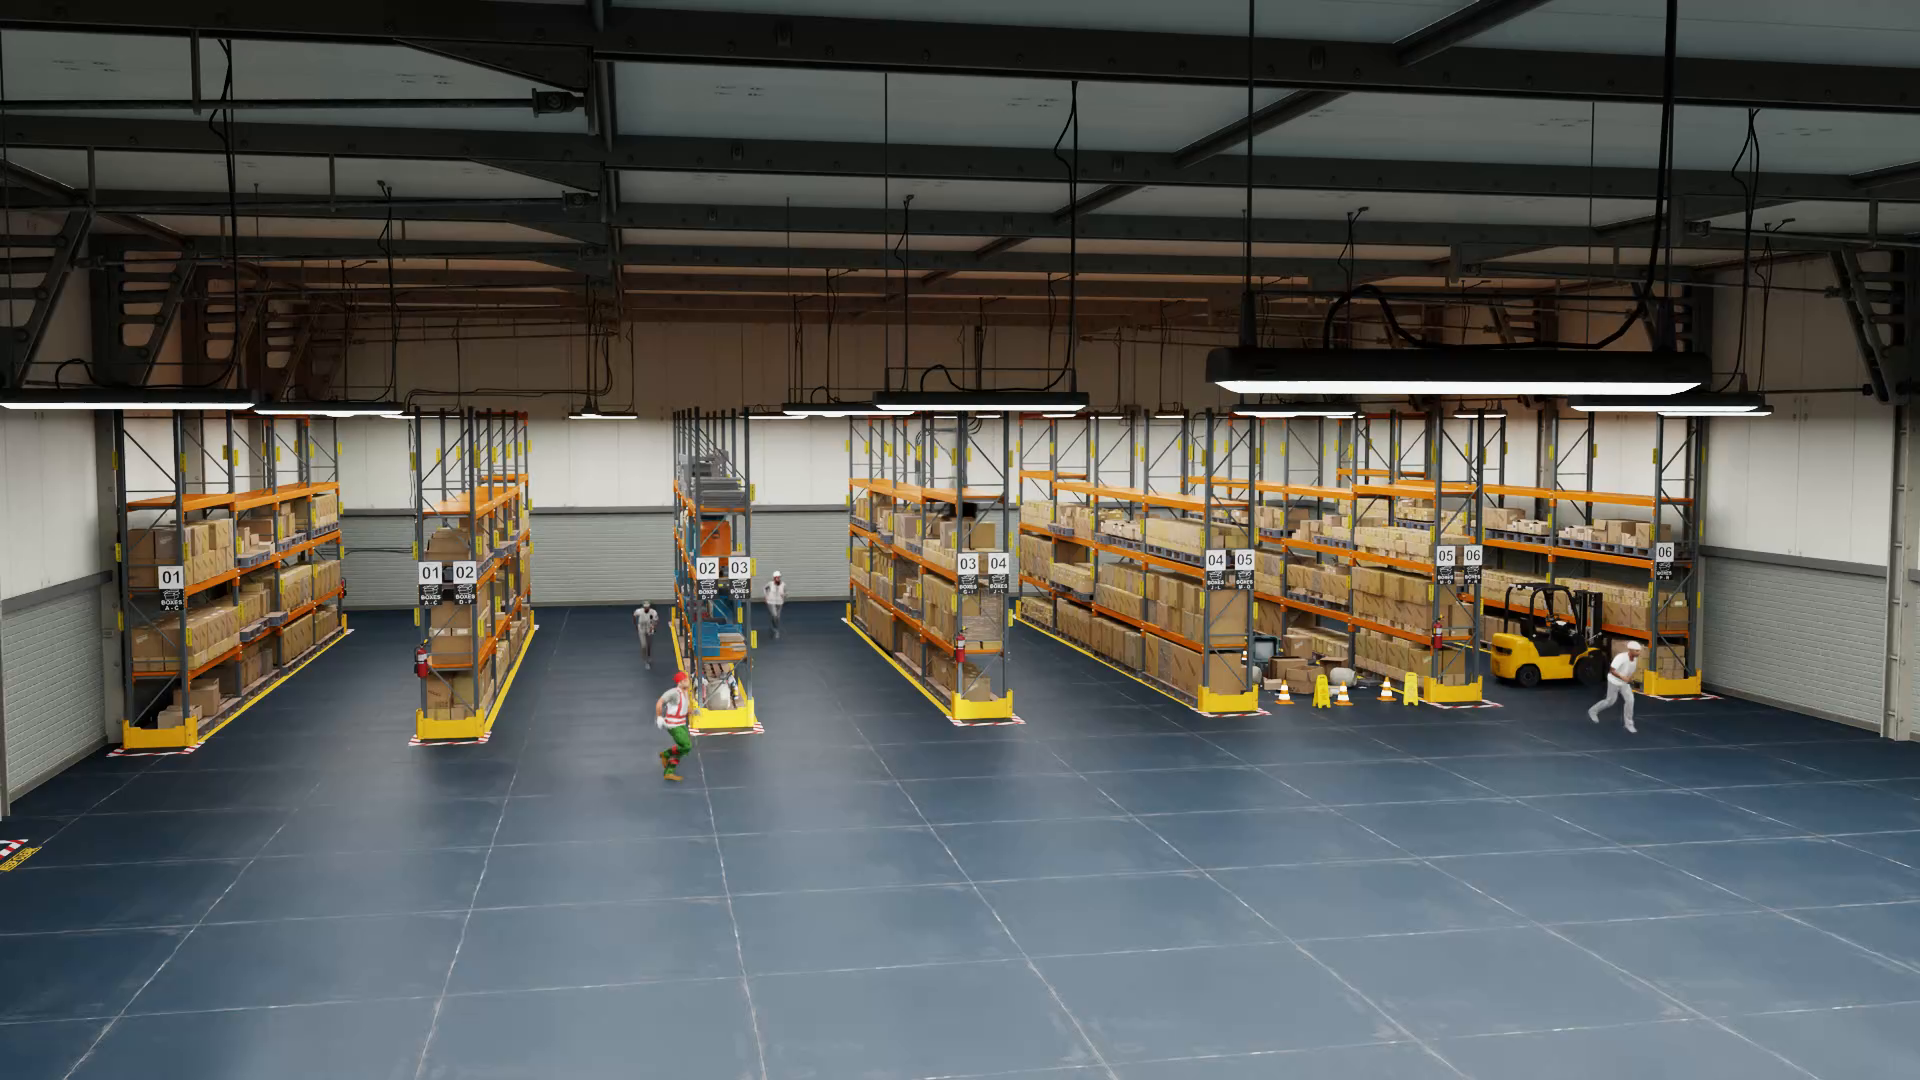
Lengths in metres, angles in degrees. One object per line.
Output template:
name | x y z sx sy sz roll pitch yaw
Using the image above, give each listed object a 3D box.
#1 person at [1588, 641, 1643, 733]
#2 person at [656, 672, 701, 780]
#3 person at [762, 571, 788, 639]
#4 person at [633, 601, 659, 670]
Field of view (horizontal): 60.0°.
person | 12.214 2.699 30.982 0.743 1.714 1.056 -3 5 -39
person | -4.473 2.974 26.561 0.659 1.728 0.710 1 4 16
person | -4.912 1.711 44.245 0.667 1.798 0.851 -2 4 -21
person | -7.336 2.190 38.898 0.612 1.626 0.986 -1 4 -8
